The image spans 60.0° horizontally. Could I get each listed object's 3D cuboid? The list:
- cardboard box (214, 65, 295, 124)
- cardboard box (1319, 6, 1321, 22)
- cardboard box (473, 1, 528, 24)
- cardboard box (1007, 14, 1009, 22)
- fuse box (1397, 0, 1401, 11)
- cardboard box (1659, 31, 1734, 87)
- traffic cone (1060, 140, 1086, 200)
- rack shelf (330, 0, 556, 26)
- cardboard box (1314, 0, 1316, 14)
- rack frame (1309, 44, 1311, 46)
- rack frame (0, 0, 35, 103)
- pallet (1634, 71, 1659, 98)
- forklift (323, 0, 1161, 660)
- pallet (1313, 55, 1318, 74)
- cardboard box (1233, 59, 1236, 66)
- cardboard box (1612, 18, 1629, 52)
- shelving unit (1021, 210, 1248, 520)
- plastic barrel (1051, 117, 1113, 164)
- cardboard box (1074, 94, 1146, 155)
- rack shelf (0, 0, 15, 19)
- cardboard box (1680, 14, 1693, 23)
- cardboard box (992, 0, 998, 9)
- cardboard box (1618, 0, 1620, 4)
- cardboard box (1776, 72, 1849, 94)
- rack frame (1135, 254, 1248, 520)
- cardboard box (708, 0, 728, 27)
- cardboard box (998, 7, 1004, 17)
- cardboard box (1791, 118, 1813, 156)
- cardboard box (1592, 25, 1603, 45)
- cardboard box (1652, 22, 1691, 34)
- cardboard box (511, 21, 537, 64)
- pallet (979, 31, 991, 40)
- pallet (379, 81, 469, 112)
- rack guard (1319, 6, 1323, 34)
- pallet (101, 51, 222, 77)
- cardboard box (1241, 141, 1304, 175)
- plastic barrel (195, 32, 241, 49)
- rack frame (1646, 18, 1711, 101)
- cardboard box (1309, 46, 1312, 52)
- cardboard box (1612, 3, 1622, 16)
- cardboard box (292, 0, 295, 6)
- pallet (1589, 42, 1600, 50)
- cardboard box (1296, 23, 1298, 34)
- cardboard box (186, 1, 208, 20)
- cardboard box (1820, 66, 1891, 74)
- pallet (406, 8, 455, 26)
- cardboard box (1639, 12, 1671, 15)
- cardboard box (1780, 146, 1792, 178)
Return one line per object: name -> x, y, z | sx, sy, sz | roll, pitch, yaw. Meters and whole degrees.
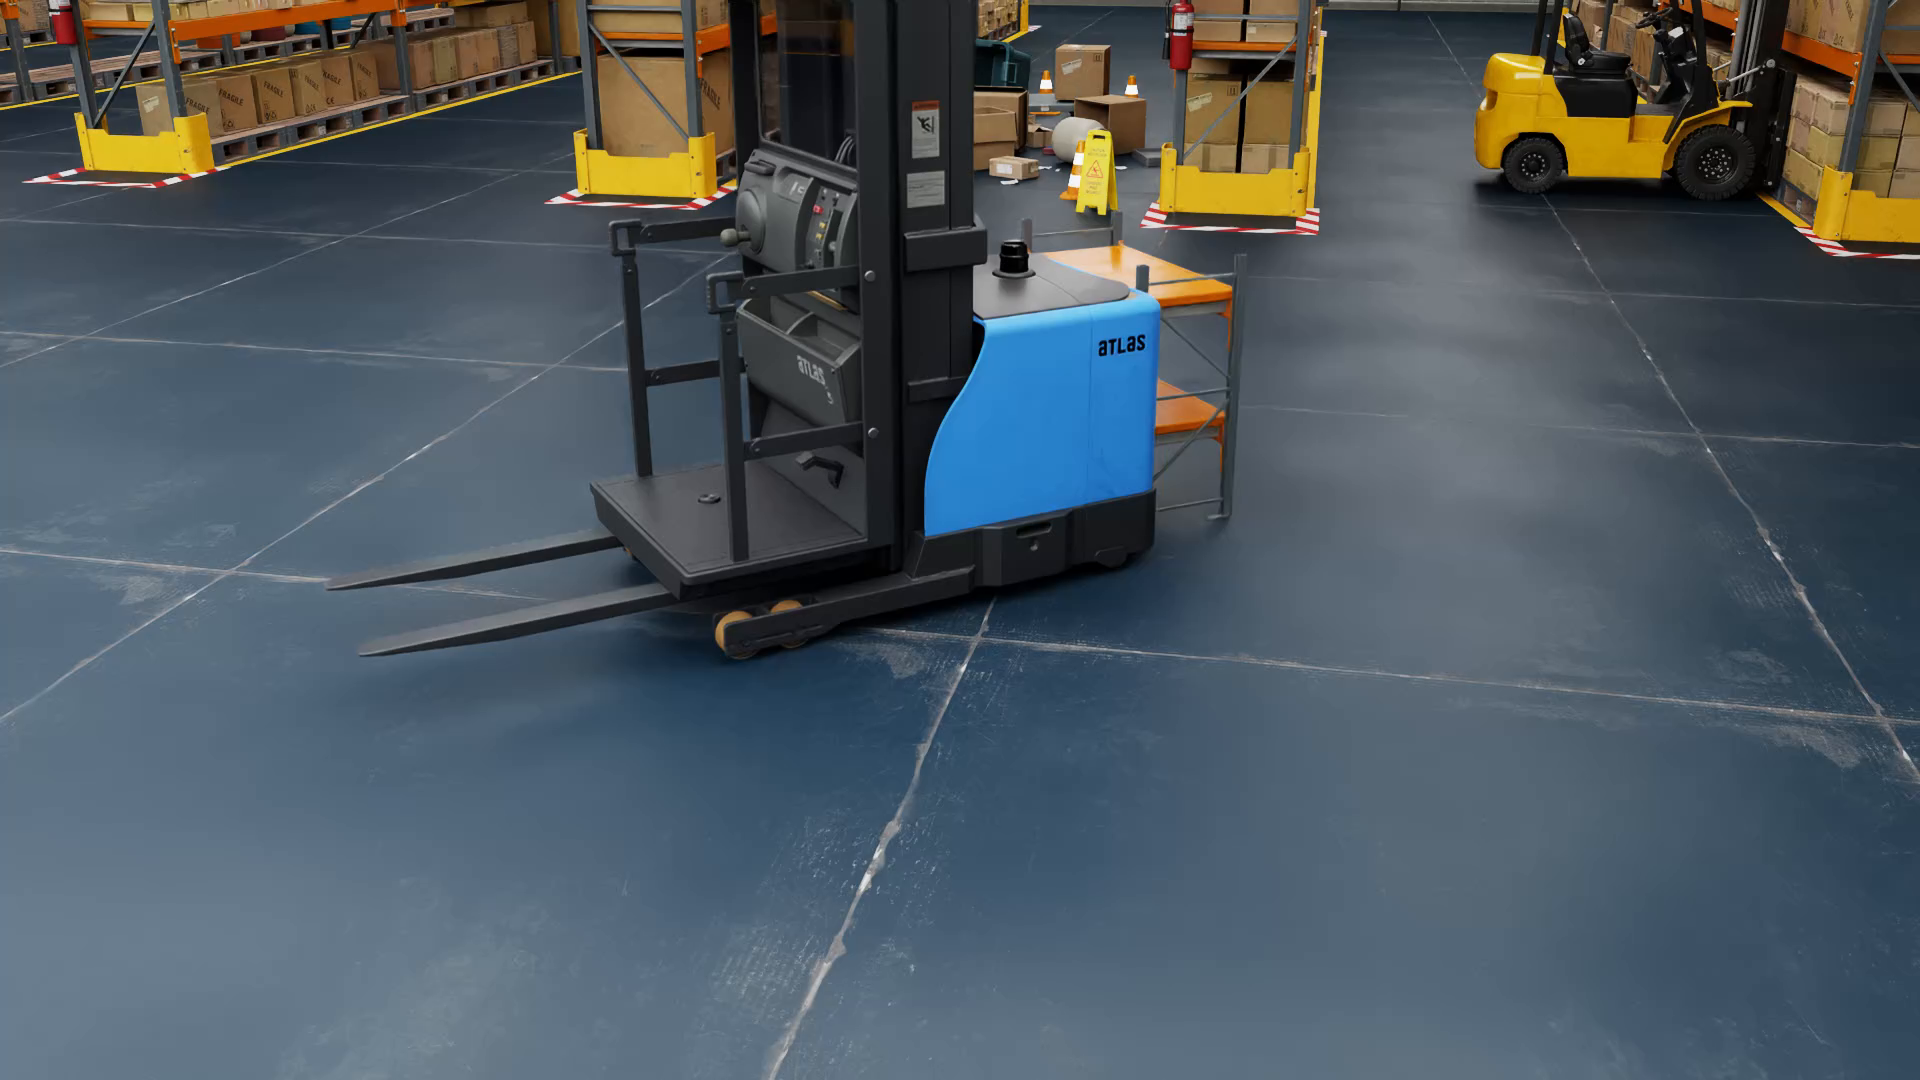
cardboard box -> -7.126, -4.507, 16.814 | 0.500, 0.500, 0.500 | 7, 23, 16
cardboard box -> 5.247, -8.314, 26.350 | 0.875, 0.438, 0.875 | 5, 22, 12
cardboard box -> -5.979, -6.867, 21.642 | 0.500, 0.250, 0.500 | 5, 23, 13
cardboard box -> 0.601, -8.705, 27.706 | 0.380, 0.149, 0.250 | 4, 22, 11
fuse box -> 8.616, -11.145, 32.236 | 0.539, 1.711, 0.414 | 4, 22, 11
cardboard box -> 8.549, -5.456, 19.001 | 0.875, 0.625, 0.625 | 5, 23, 13
traffic cone -> 1.022, -3.120, 13.980 | 0.336, 0.463, 0.334 | 4, 22, 11
rack shelf -> -6.280, -6.657, 20.330 | 1.077, 0.370, 4.000 | 4, 22, 11
cardboard box -> 2.668, -4.567, 13.646 | 0.500, 0.500, 0.500 | 5, 23, 13
rack frame -> 3.013, -5.504, 16.504 | 1.000, 3.000, 0.127 | 4, 22, 11
rack frame -> -11.537, -6.637, 19.317 | 1.000, 3.000, 0.127 | 4, 22, 11
pallet -> 8.879, -5.566, 20.392 | 1.003, 0.211, 1.213 | 4, 22, 11
forklift -> -0.766, -1.166, 5.826 | 3.031, 2.935, 1.130 | -12, 25, -27
pallet -> 4.315, -6.400, 22.463 | 1.003, 0.211, 1.213 | 4, 22, 11
cardboard box -> 2.224, -4.249, 14.635 | 0.380, 0.149, 0.250 | 5, 23, 13
cardboard box -> 9.088, -6.732, 22.339 | 0.500, 0.500, 0.500 | 4, 22, 10
shelving unit -> 0.715, -0.763, 7.243 | 0.538, 1.125, 1.048 | -10, 24, -23
plastic barrel -> 1.136, -3.716, 15.515 | 0.421, 0.421, 0.512 | -16, 27, -35
cardboard box -> 1.463, -4.057, 16.255 | 0.500, 0.500, 0.500 | -16, 27, -35
rack shelf -> -11.945, -5.571, 17.635 | 1.077, 0.370, 4.000 | 4, 22, 11
cardboard box -> 9.313, -6.570, 21.066 | 0.380, 0.149, 0.250 | 5, 22, 11
cardboard box -> 0.396, -8.598, 26.644 | 0.380, 0.149, 0.250 | 5, 22, 11
cardboard box -> 9.231, -7.411, 22.757 | 0.380, 0.149, 0.250 | 4, 22, 10
cardboard box -> 7.148, -3.796, 14.045 | 0.500, 0.250, 0.500 | 4, 22, 10
rack frame -> 0.925, -0.590, 6.813 | 0.500, 1.125, 0.032 | -10, 24, -23
cardboard box -> -2.547, -4.793, 14.538 | 0.875, 0.550, 0.550 | 4, 22, 11
cardboard box -> 0.499, -8.555, 26.937 | 0.380, 0.149, 0.250 | 6, 23, 14
cardboard box -> 6.963, -3.199, 13.232 | 0.500, 0.250, 0.500 | 4, 22, 10
cardboard box -> 9.405, -7.336, 24.150 | 0.396, 0.266, 0.258 | 5, 23, 13
cardboard box -> 8.542, -6.126, 19.964 | 0.380, 0.149, 0.250 | 3, 22, 8
cardboard box -> -5.989, -6.520, 21.784 | 0.700, 0.500, 0.500 | 3, 22, 8
pallet -> -0.118, -7.725, 25.751 | 1.003, 0.211, 1.213 | 4, 22, 11
pallet -> -6.531, -5.250, 19.608 | 1.003, 0.211, 1.213 | 4, 22, 11
rack guard -> 5.467, -8.742, 27.890 | 1.175, 0.500, 0.348 | 4, 22, 11
pallet -> -10.917, -6.526, 22.774 | 1.003, 0.211, 1.213 | 4, 22, 11
cardboard box -> 2.632, -3.234, 13.987 | 0.500, 0.250, 0.500 | 4, 22, 10
plastic barrel -> -10.638, -7.468, 23.724 | 0.600, 0.830, 0.708 | 4, 22, 11
rack frame -> 8.689, -6.589, 19.200 | 1.000, 3.000, 0.127 | 4, 22, 11
cardboard box -> 3.155, -4.534, 16.211 | 0.500, 0.500, 0.500 | 4, 22, 10
cardboard box -> 9.172, -7.278, 22.824 | 0.380, 0.149, 0.250 | 6, 23, 13
cardboard box -> -6.891, -5.408, 16.604 | 0.380, 0.149, 0.250 | 4, 22, 11
pallet -> 9.647, -7.010, 23.977 | 1.003, 0.211, 1.213 | 4, 22, 11
cardboard box -> 2.640, -4.217, 13.645 | 0.380, 0.149, 0.250 | 4, 22, 9
cardboard box -> -7.143, -4.856, 15.231 | 0.380, 0.149, 0.250 | 4, 22, 11
cardboard box -> 7.757, -3.945, 14.413 | 0.500, 0.250, 0.500 | 5, 22, 11
pallet -> -9.295, -9.433, 29.993 | 1.003, 0.211, 1.213 | 4, 22, 11
cardboard box -> 8.940, -6.694, 21.376 | 0.380, 0.149, 0.250 | 5, 22, 11
cardboard box -> 7.065, -3.142, 13.759 | 0.500, 0.250, 0.500 | 5, 22, 11
